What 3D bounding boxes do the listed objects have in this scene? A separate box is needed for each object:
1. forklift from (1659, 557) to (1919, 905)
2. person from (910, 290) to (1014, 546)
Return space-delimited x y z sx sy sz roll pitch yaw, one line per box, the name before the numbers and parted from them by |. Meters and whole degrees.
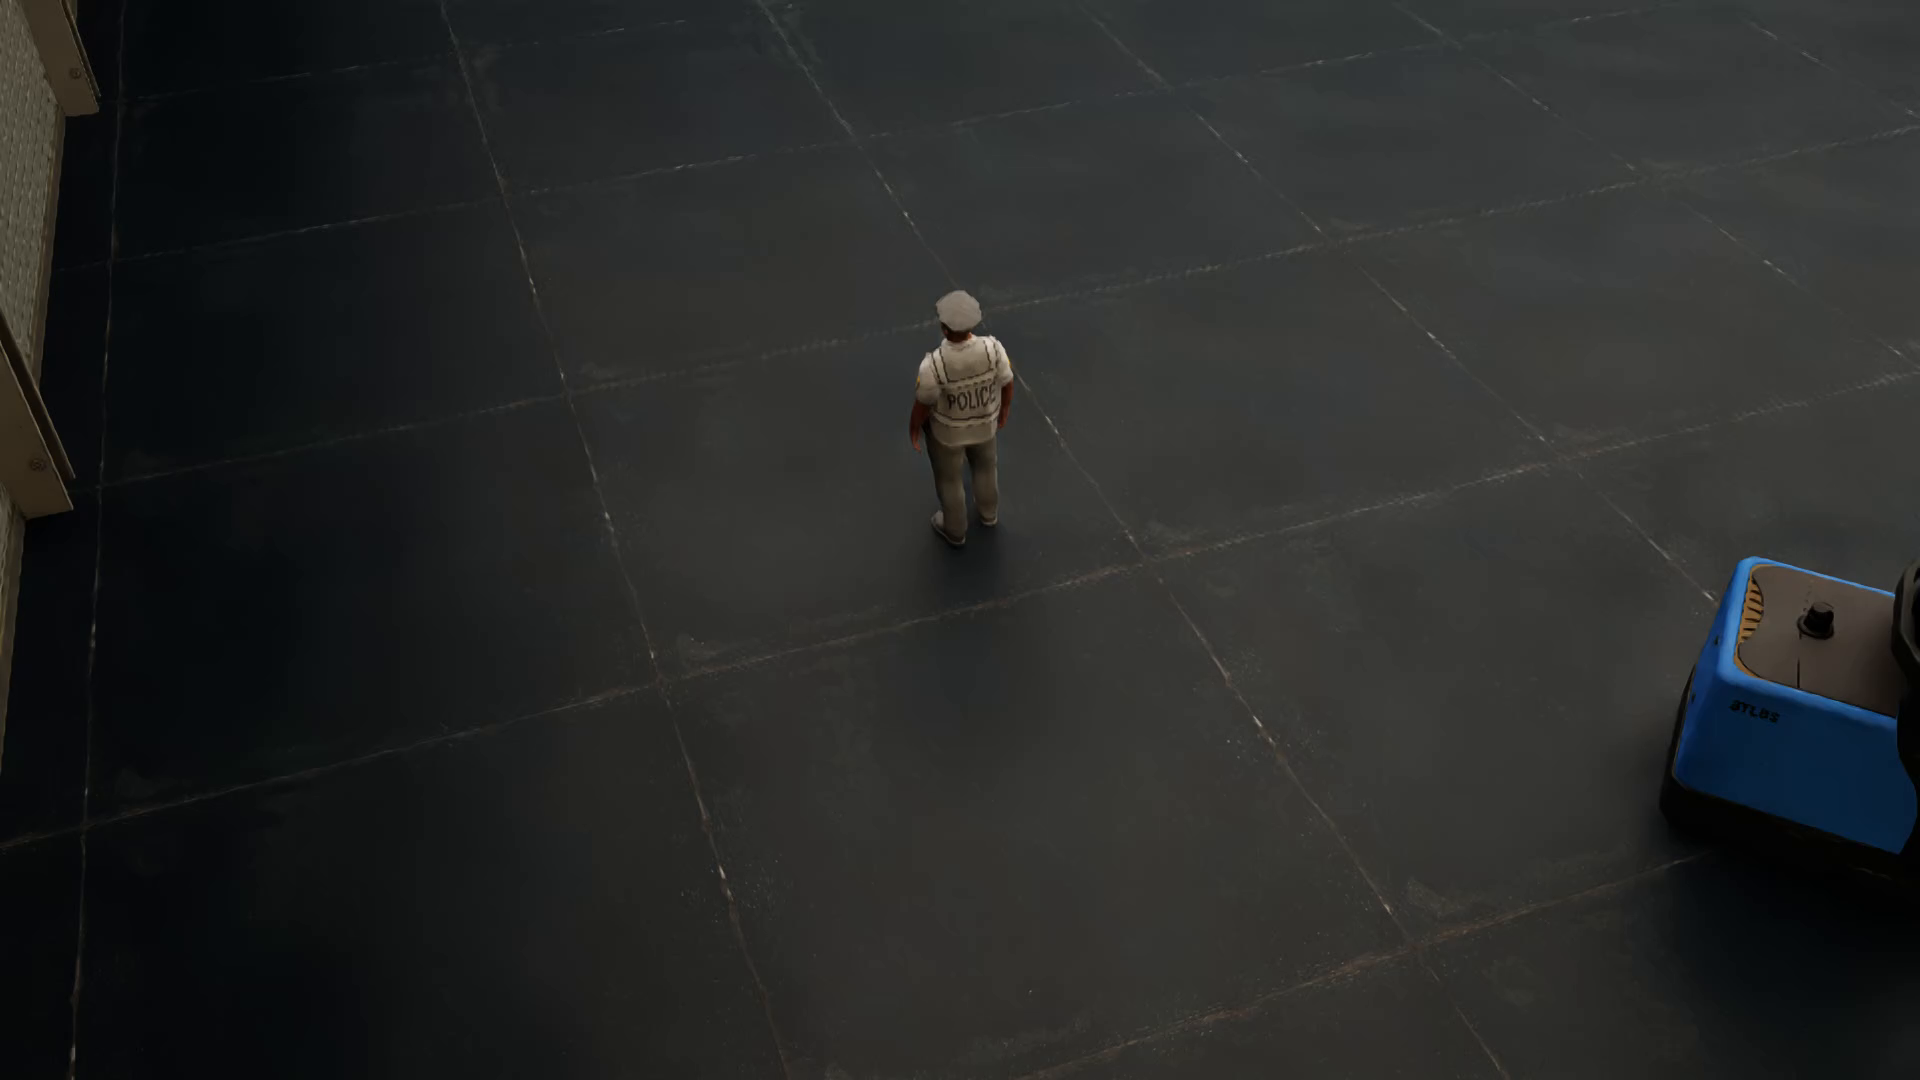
forklift | 5.146 0.461 7.448 3.031 2.935 1.130 17 43 20
person | -0.013 -0.739 9.757 0.635 1.781 0.574 -13 42 -15
